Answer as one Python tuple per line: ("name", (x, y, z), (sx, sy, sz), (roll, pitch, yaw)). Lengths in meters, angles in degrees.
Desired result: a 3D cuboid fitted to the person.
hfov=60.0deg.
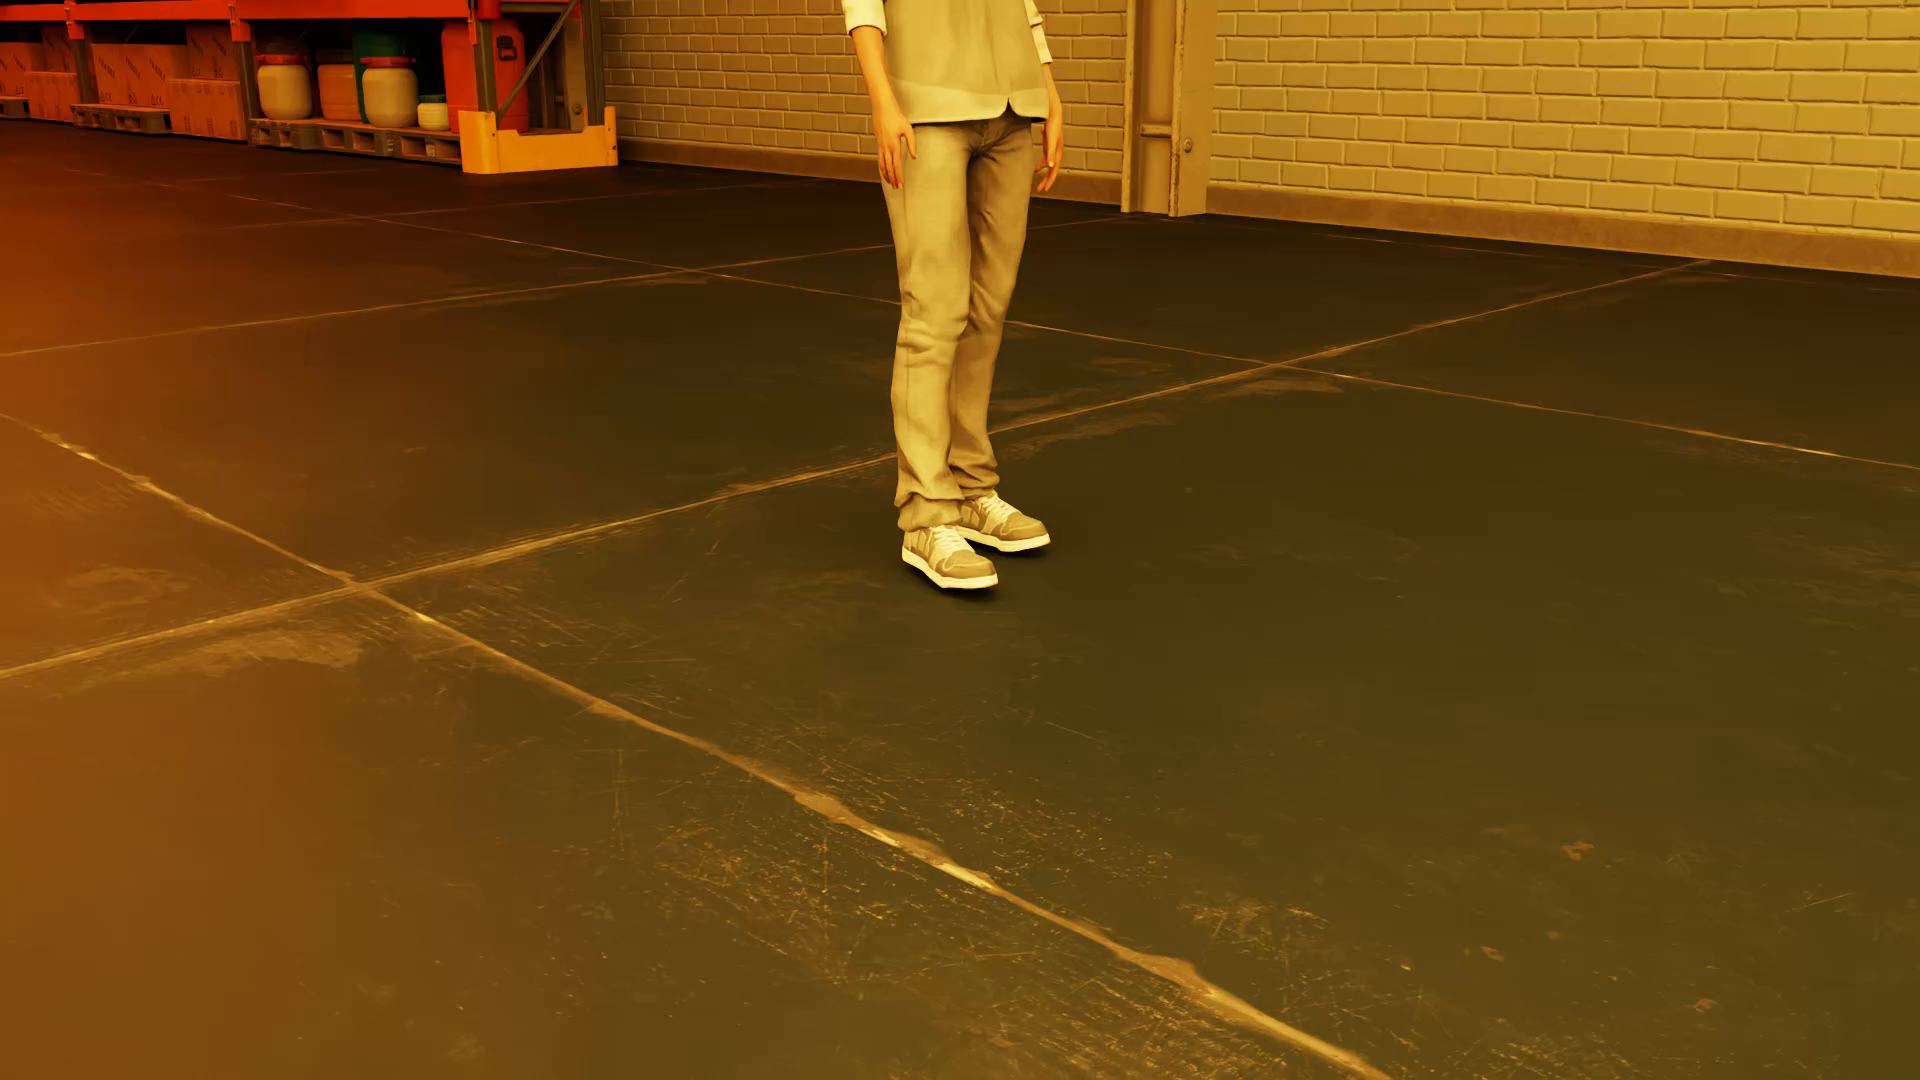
("person", (0.043, -0.752, 3.097), (0.473, 1.599, 0.520), (16, 23, 42))
